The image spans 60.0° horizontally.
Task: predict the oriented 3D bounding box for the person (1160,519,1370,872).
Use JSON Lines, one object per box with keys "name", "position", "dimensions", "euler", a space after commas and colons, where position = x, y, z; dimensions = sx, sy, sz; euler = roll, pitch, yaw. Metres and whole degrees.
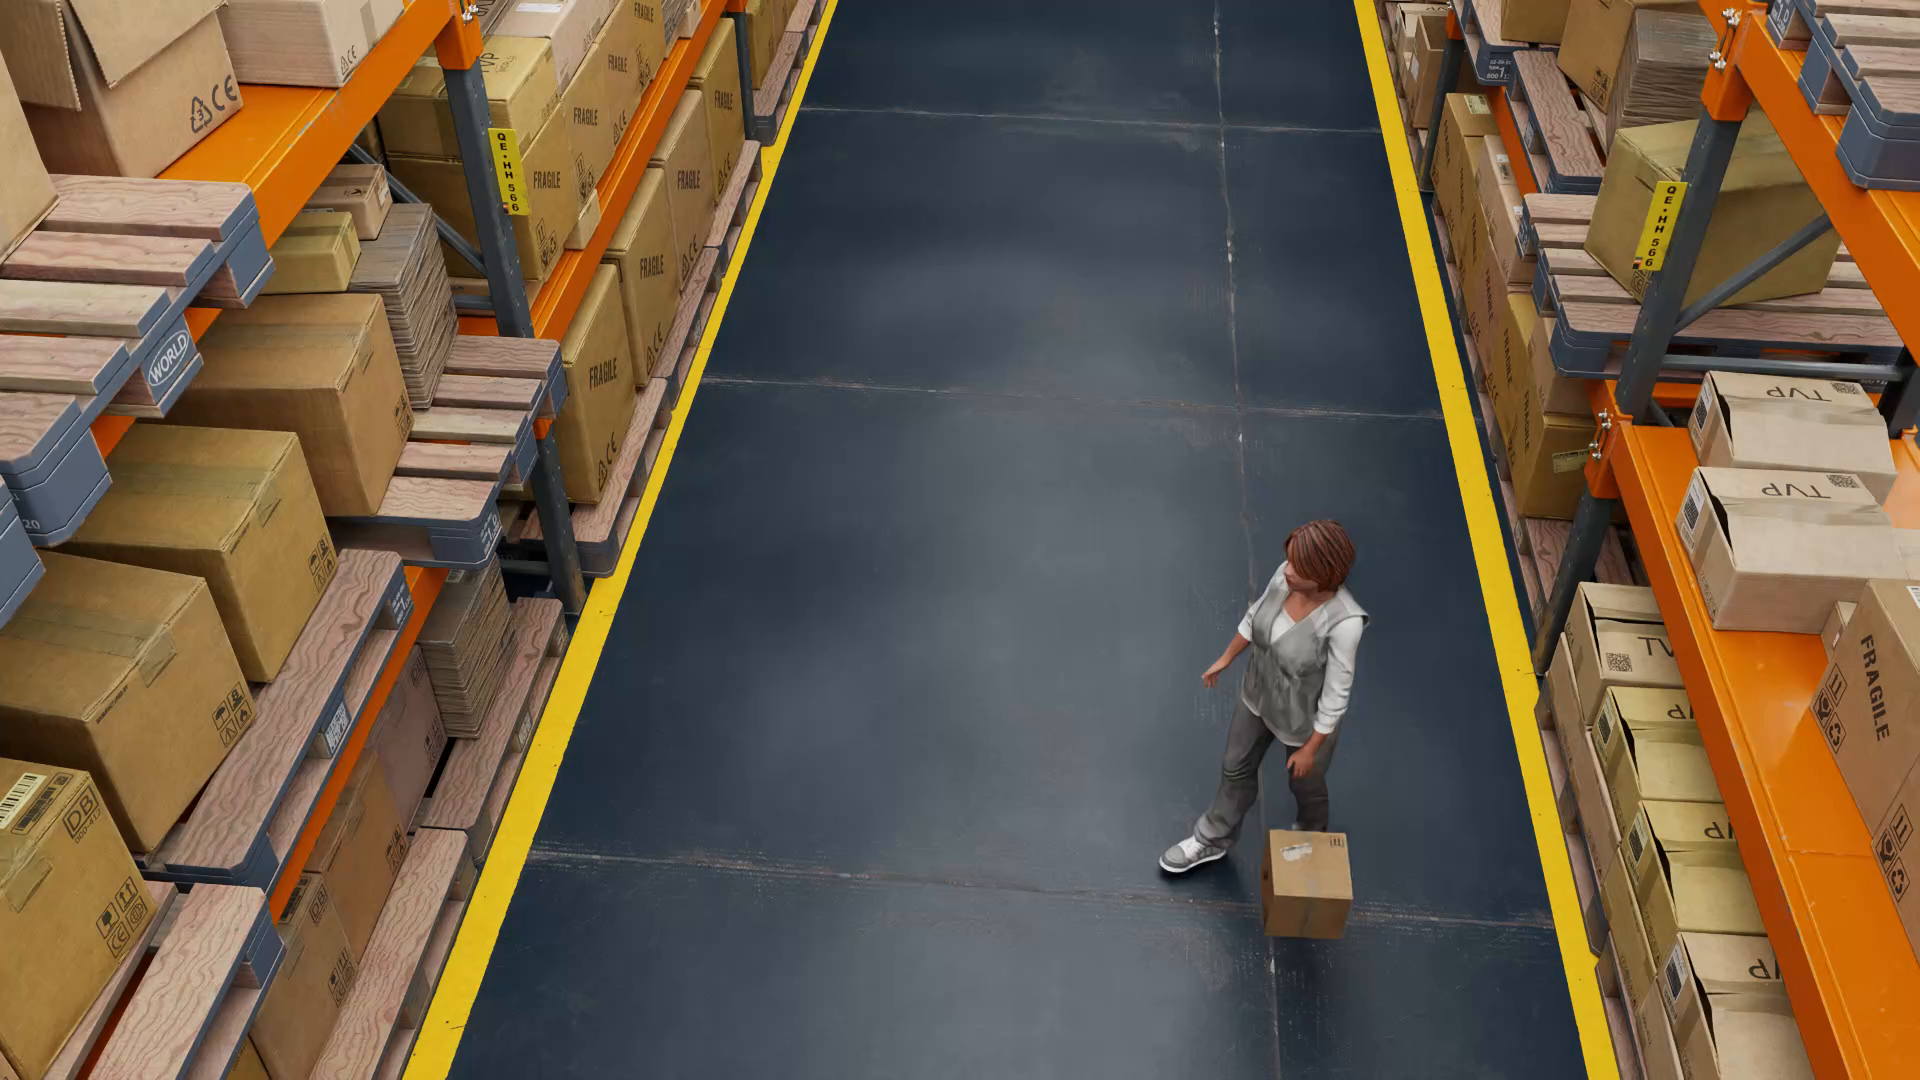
{"name": "person", "position": [1.025, 0.561, 5.488], "dimensions": [0.565, 1.590, 0.547], "euler": [-22, 45, -24]}
